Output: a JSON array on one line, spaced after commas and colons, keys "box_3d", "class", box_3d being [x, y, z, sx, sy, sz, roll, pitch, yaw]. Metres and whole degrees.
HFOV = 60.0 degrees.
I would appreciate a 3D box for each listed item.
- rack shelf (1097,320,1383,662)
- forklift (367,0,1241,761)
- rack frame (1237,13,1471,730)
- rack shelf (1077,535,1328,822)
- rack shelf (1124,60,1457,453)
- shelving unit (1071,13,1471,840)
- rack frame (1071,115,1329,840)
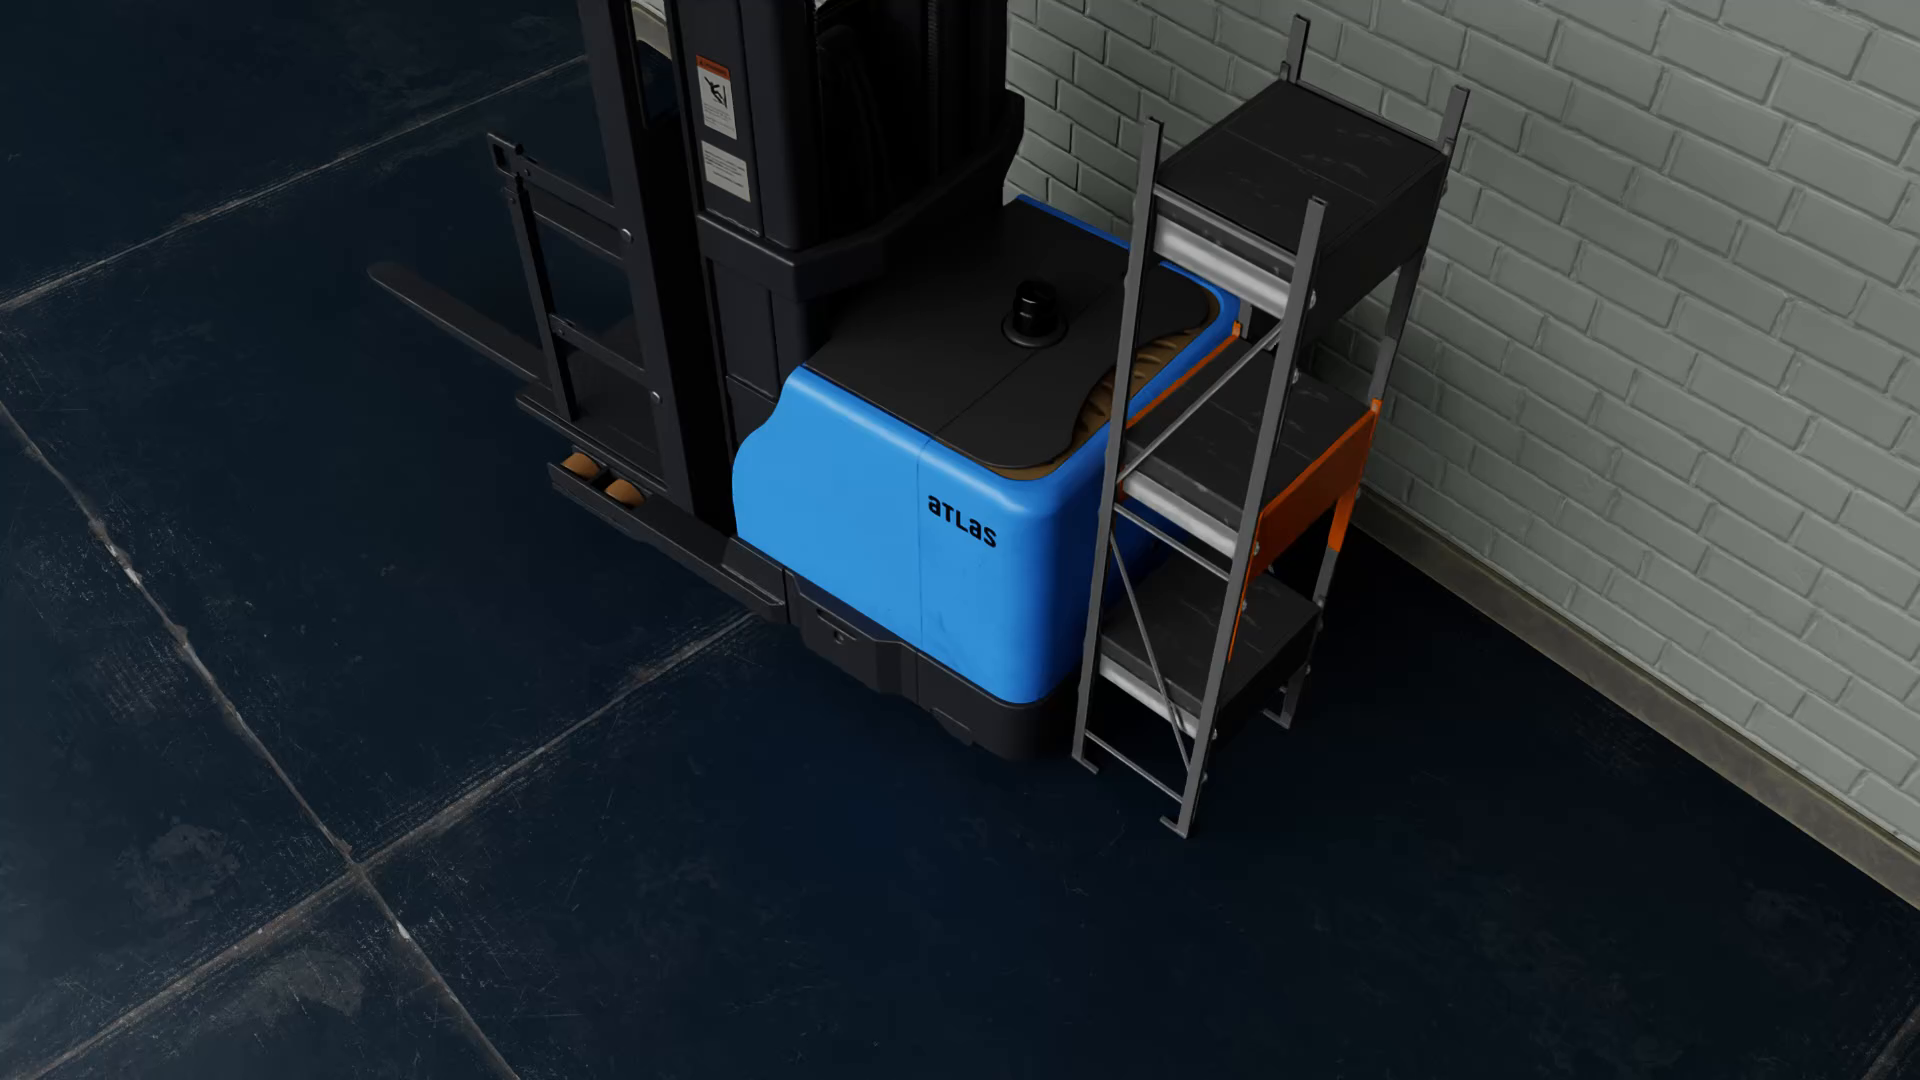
[{"box_3d": [0.646, -0.118, 3.941, 0.431, 0.518, 0.480, 34, 56, 26], "class": "rack shelf"}, {"box_3d": [-0.686, -1.295, 4.451, 3.031, 2.935, 1.130, 30, 54, 25], "class": "forklift"}, {"box_3d": [0.809, -0.261, 4.054, 0.400, 2.100, 0.015, 34, 56, 26], "class": "rack frame"}, {"box_3d": [0.635, 0.348, 4.463, 0.431, 0.518, 0.480, 34, 56, 26], "class": "rack shelf"}, {"box_3d": [0.657, -0.584, 3.420, 0.431, 0.518, 0.480, 34, 56, 26], "class": "rack shelf"}, {"box_3d": [0.646, -0.127, 3.931, 0.431, 2.100, 0.503, 34, 56, 26], "class": "shelving unit"}, {"box_3d": [0.484, 0.007, 3.808, 0.400, 2.100, 0.015, 34, 56, 26], "class": "rack frame"}]
